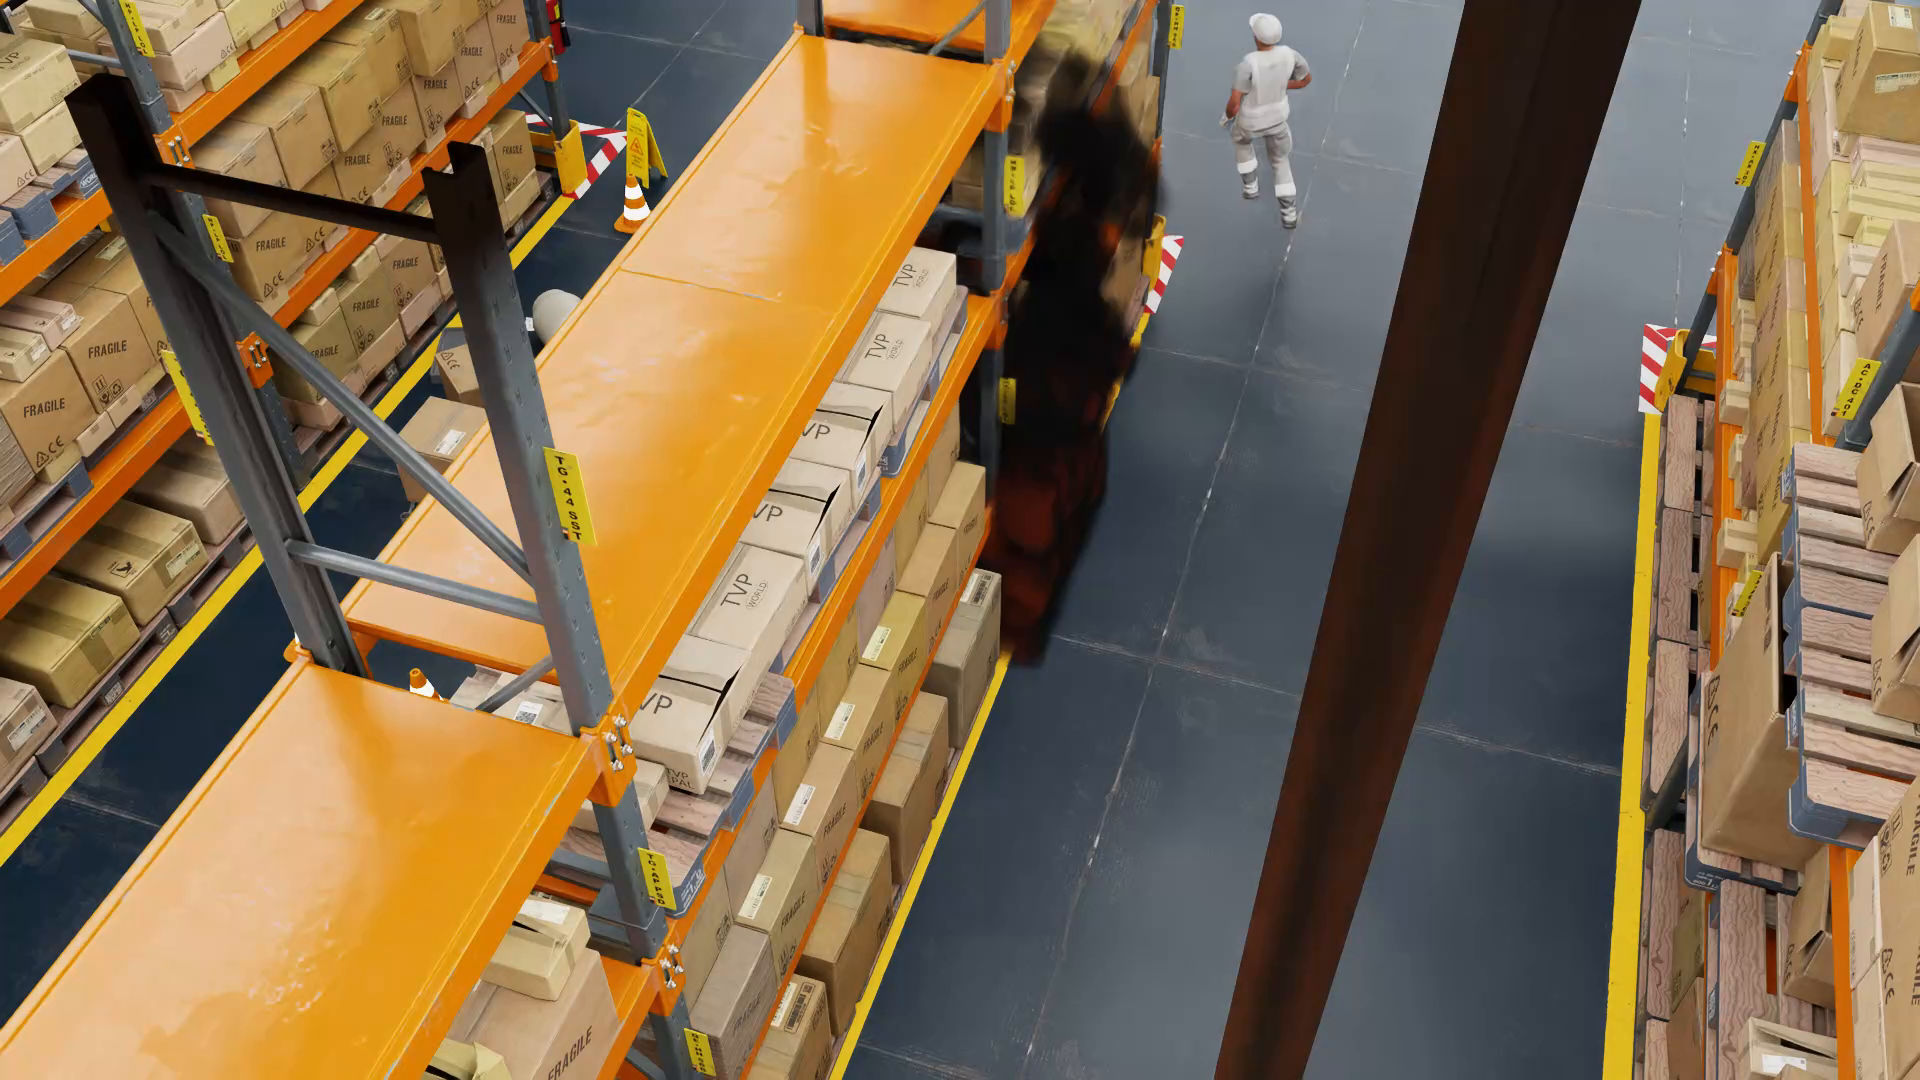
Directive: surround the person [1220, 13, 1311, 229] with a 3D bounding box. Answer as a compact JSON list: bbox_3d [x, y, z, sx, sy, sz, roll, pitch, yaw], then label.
[{"bbox_3d":[2.303,-3.209,12.755,0.723,1.802,0.722,-8,46,-8],"label":"person"}]
